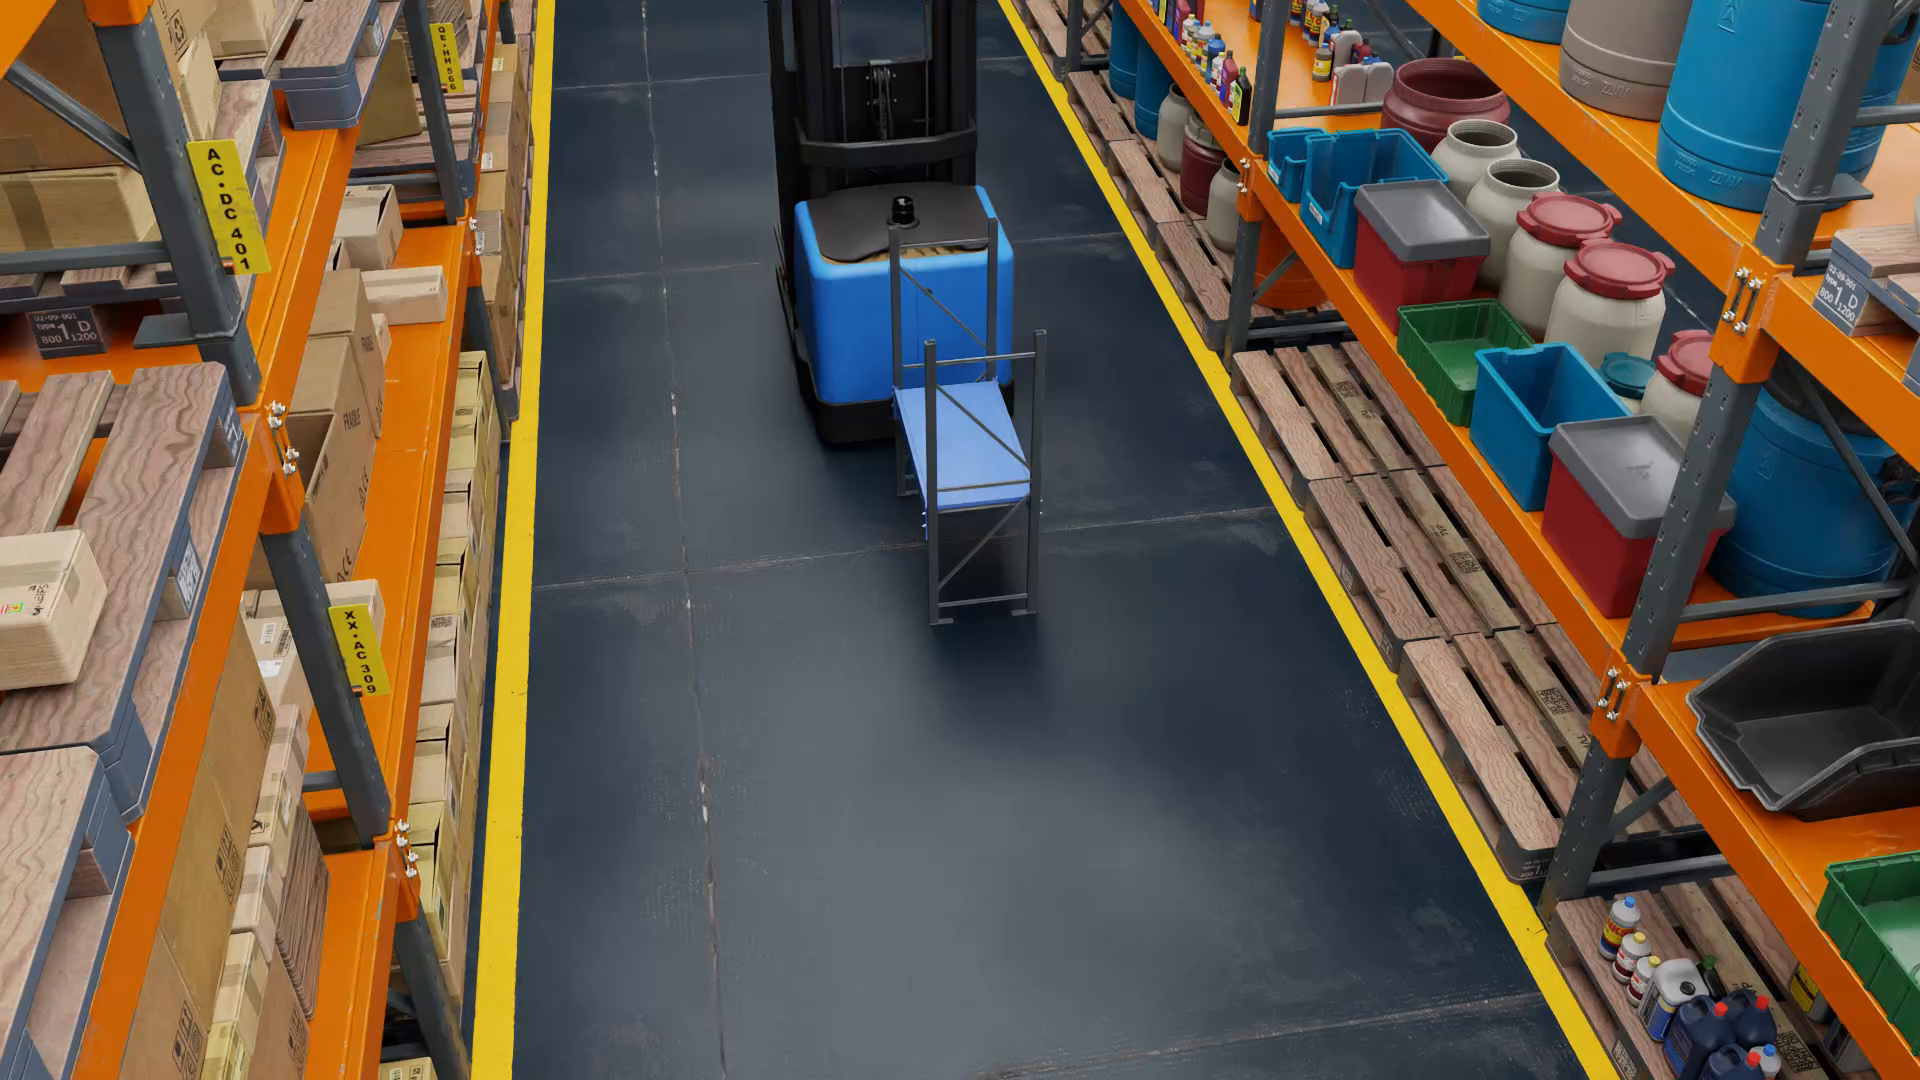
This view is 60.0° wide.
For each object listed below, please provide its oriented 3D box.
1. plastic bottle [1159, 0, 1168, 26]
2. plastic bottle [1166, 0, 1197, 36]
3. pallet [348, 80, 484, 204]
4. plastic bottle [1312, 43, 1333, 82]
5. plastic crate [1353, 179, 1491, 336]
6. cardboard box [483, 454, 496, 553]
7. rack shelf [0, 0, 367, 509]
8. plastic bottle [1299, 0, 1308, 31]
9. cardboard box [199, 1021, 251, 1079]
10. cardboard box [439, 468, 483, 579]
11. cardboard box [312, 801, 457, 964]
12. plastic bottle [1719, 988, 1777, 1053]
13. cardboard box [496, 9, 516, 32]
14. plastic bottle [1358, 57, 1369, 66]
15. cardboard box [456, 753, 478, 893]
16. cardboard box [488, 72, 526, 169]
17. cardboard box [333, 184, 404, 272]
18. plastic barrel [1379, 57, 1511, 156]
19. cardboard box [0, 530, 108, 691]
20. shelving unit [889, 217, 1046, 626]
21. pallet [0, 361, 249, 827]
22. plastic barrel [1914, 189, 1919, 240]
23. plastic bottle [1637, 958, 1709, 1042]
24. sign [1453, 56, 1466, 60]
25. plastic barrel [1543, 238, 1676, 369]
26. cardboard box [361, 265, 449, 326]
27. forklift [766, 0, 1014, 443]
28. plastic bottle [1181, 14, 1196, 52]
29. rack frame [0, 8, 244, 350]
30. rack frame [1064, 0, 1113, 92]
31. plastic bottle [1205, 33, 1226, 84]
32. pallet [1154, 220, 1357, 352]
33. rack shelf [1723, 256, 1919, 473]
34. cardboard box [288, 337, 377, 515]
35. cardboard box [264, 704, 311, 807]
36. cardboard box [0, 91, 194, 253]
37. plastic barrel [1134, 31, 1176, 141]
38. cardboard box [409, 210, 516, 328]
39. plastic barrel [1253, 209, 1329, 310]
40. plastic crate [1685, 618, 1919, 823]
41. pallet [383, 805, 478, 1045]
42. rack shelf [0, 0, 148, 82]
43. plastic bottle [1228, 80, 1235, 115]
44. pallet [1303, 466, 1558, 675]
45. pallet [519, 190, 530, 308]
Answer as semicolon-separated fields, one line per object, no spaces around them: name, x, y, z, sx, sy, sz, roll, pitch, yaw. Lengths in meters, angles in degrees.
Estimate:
plastic bottle;1.246;-3.243;9.974;0.061;0.283;0.133;-6;38;-8
plastic bottle;1.315;-3.178;9.836;0.144;0.351;0.185;-6;38;-8
pallet;-3.073;-2.003;8.440;1.213;0.211;1.003;-6;38;-8
plastic bottle;2.034;-2.680;9.317;0.097;0.201;0.097;0;38;0
plastic crate;1.975;-1.224;7.229;0.402;0.464;0.583;-6;38;-8
cardboard box;-2.458;-0.155;7.803;0.500;0.250;0.500;-7;38;-8
rack shelf;-2.534;-1.370;5.610;1.077;0.370;4.000;-6;38;-8
plastic bottle;2.077;-3.161;9.869;0.061;0.283;0.133;-6;38;-8
cardboard box;-1.748;1.199;3.551;0.380;0.149;0.250;-6;38;-8
cardboard box;-2.367;-0.071;7.238;0.500;0.311;0.500;-6;38;-8
cardboard box;-2.011;1.161;5.653;0.500;0.311;0.500;-6;38;-8
plastic bottle;2.569;1.597;5.450;0.144;0.351;0.185;-6;38;-8
cardboard box;-3.608;-3.946;12.736;0.380;0.166;0.250;-6;38;-8
plastic bottle;2.225;-2.557;9.159;0.097;0.201;0.097;0;38;0
cardboard box;-2.098;1.079;6.214;0.500;0.250;0.500;-5;38;-7
cardboard box;-3.139;-2.713;10.876;0.500;0.500;0.500;-6;38;-8
cardboard box;-2.864;-1.418;7.603;0.500;0.311;0.500;-4;38;-5
plastic barrel;2.372;-2.014;8.186;0.600;0.536;0.708;-6;38;-8
cardboard box;-1.703;0.131;2.839;0.380;0.149;0.250;-6;38;-8
shelving unit;0.015;-0.541;7.623;0.538;1.500;1.048;-6;38;-8
pallet;-2.008;0.101;3.202;1.003;0.211;1.213;-6;38;-8
plastic barrel;2.576;-0.905;3.992;0.421;0.512;0.421;0;38;0
plastic bottle;2.402;1.542;5.582;0.152;0.276;0.135;-5;38;-6
sign;2.533;-2.336;8.579;0.100;0.325;0.005;-6;38;-8
plastic barrel;2.614;-0.890;6.740;0.433;0.535;0.433;0;38;0
cardboard box;-2.455;-1.065;7.280;0.380;0.149;0.250;-6;38;-8
forklift;-0.502;-2.567;9.065;1.130;2.935;3.031;-7;38;-9
plastic bottle;1.340;-2.951;9.665;0.097;0.201;0.097;0;38;0
rack frame;-2.183;-1.630;2.914;1.000;3.000;0.127;-6;38;-8
rack frame;1.291;-4.624;11.657;1.000;3.000;0.127;-6;38;-8
plastic bottle;1.425;-2.684;9.265;0.097;0.271;0.097;0;38;0
pallet;1.813;-1.578;10.010;1.003;0.211;1.213;-6;38;-8
rack shelf;3.045;0.516;3.183;1.077;0.370;4.000;-6;38;-8
cardboard box;-2.482;-0.387;6.122;0.500;0.500;0.500;-6;38;-8
cardboard box;-1.925;0.584;4.343;0.380;0.149;0.250;-6;38;-8
cardboard box;-2.282;-0.926;4.232;0.500;0.250;0.500;-2;38;-3
plastic barrel;1.494;-3.203;11.196;0.600;0.901;0.708;-6;38;-8
cardboard box;-2.780;-1.485;9.296;0.500;0.500;0.500;-8;38;-10
plastic barrel;1.890;-1.810;9.462;0.600;0.830;0.708;-6;38;-8
plastic crate;2.661;0.562;5.032;0.767;0.338;0.504;-6;38;-8
pallet;-2.351;1.399;6.177;1.003;0.211;1.213;-6;38;-8
rack shelf;-1.833;0.020;1.702;1.077;0.370;4.000;-6;38;-8
plastic bottle;1.500;-2.400;8.956;0.097;0.201;0.097;0;38;0
pallet;2.301;0.101;7.848;1.003;0.211;1.213;-6;38;-8
pallet;-3.189;-1.767;10.252;1.003;0.211;1.213;-6;38;-8
